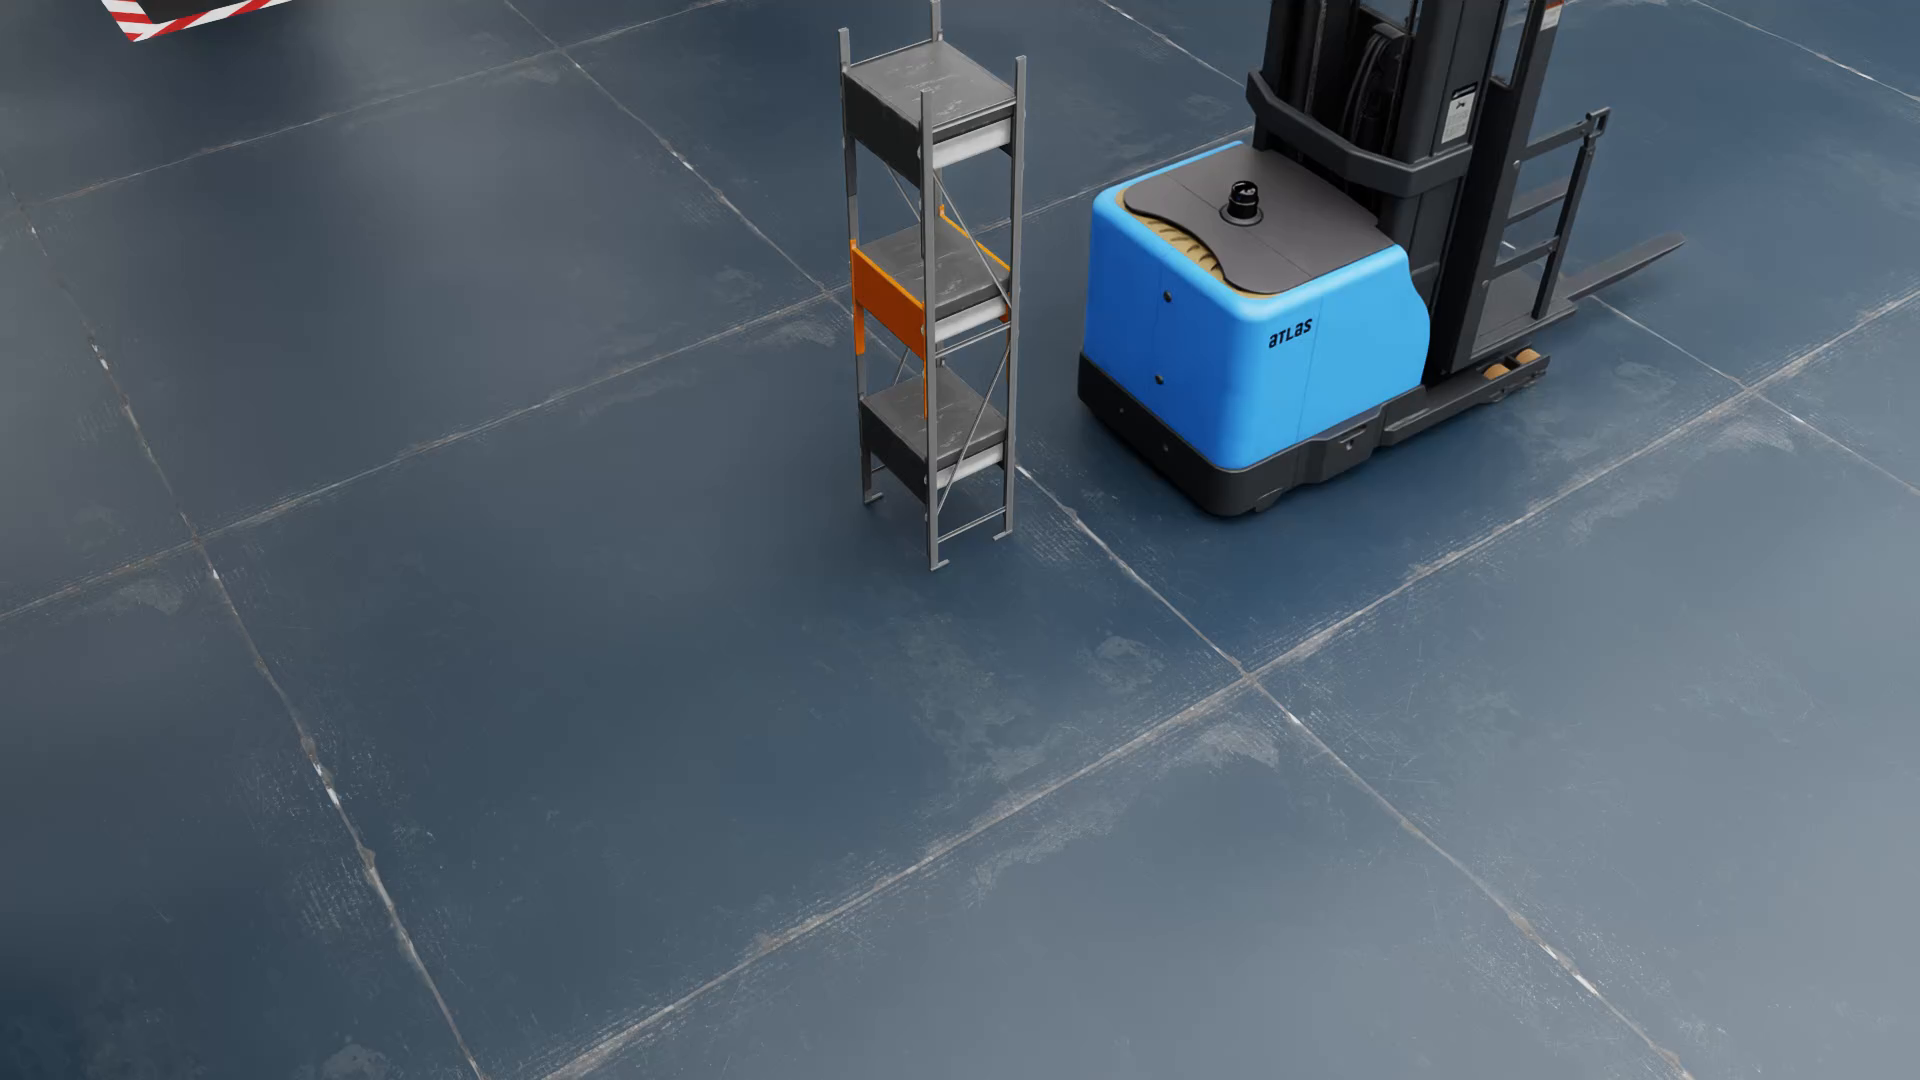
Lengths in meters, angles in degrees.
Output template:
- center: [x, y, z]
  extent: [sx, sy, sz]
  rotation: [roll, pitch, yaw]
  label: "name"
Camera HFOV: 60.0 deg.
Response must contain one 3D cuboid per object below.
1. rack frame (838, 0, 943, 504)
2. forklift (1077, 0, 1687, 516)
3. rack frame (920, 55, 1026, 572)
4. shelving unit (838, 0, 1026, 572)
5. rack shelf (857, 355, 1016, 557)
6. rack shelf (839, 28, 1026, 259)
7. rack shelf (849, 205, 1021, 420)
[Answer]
- center: [-0.234, -0.991, 6.268]
  extent: [0.400, 2.100, 0.015]
  rotation: [-26, 49, -24]
  label: "rack frame"
- center: [2.027, -1.955, 6.675]
  extent: [3.031, 2.935, 1.130]
  rotation: [-25, 49, -24]
  label: "forklift"
- center: [0.045, -0.715, 5.978]
  extent: [0.400, 2.100, 0.015]
  rotation: [-26, 49, -24]
  label: "rack frame"
- center: [-0.095, -0.853, 6.123]
  extent: [0.431, 2.100, 0.503]
  rotation: [-26, 49, -24]
  label: "shelving unit"
- center: [-0.095, -0.337, 6.616]
  extent: [0.431, 0.518, 0.480]
  rotation: [-26, 49, -24]
  label: "rack shelf"
- center: [-0.095, -1.350, 5.649]
  extent: [0.431, 0.518, 0.480]
  rotation: [-26, 49, -24]
  label: "rack shelf"
- center: [-0.095, -0.843, 6.133]
  extent: [0.431, 0.518, 0.480]
  rotation: [-26, 49, -24]
  label: "rack shelf"
